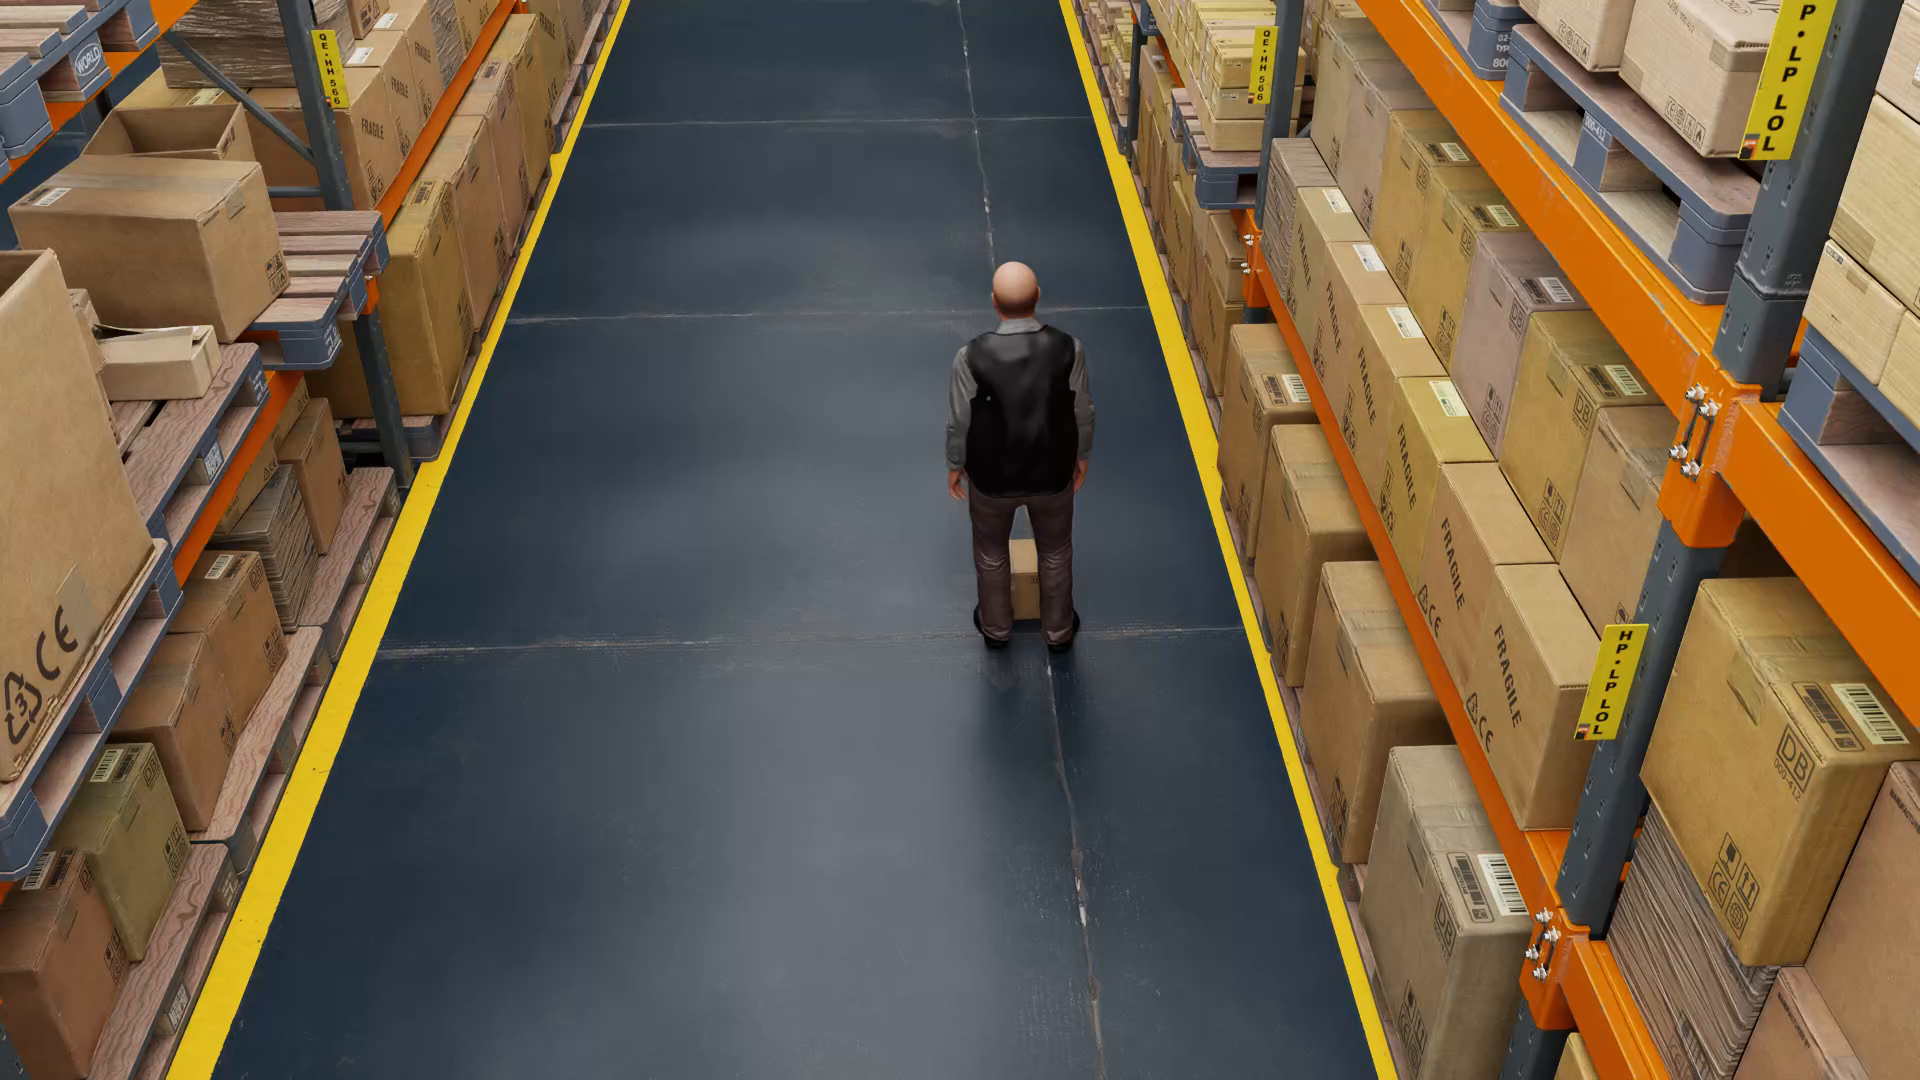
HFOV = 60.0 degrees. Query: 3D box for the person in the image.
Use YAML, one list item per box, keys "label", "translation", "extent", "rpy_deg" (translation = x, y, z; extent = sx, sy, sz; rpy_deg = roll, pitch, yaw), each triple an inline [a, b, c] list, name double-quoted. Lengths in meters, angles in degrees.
- label: "person"
  translation: [0.232, -0.282, 6.570]
  extent: [0.588, 1.720, 0.475]
  rpy_deg: [-4, 35, -5]
